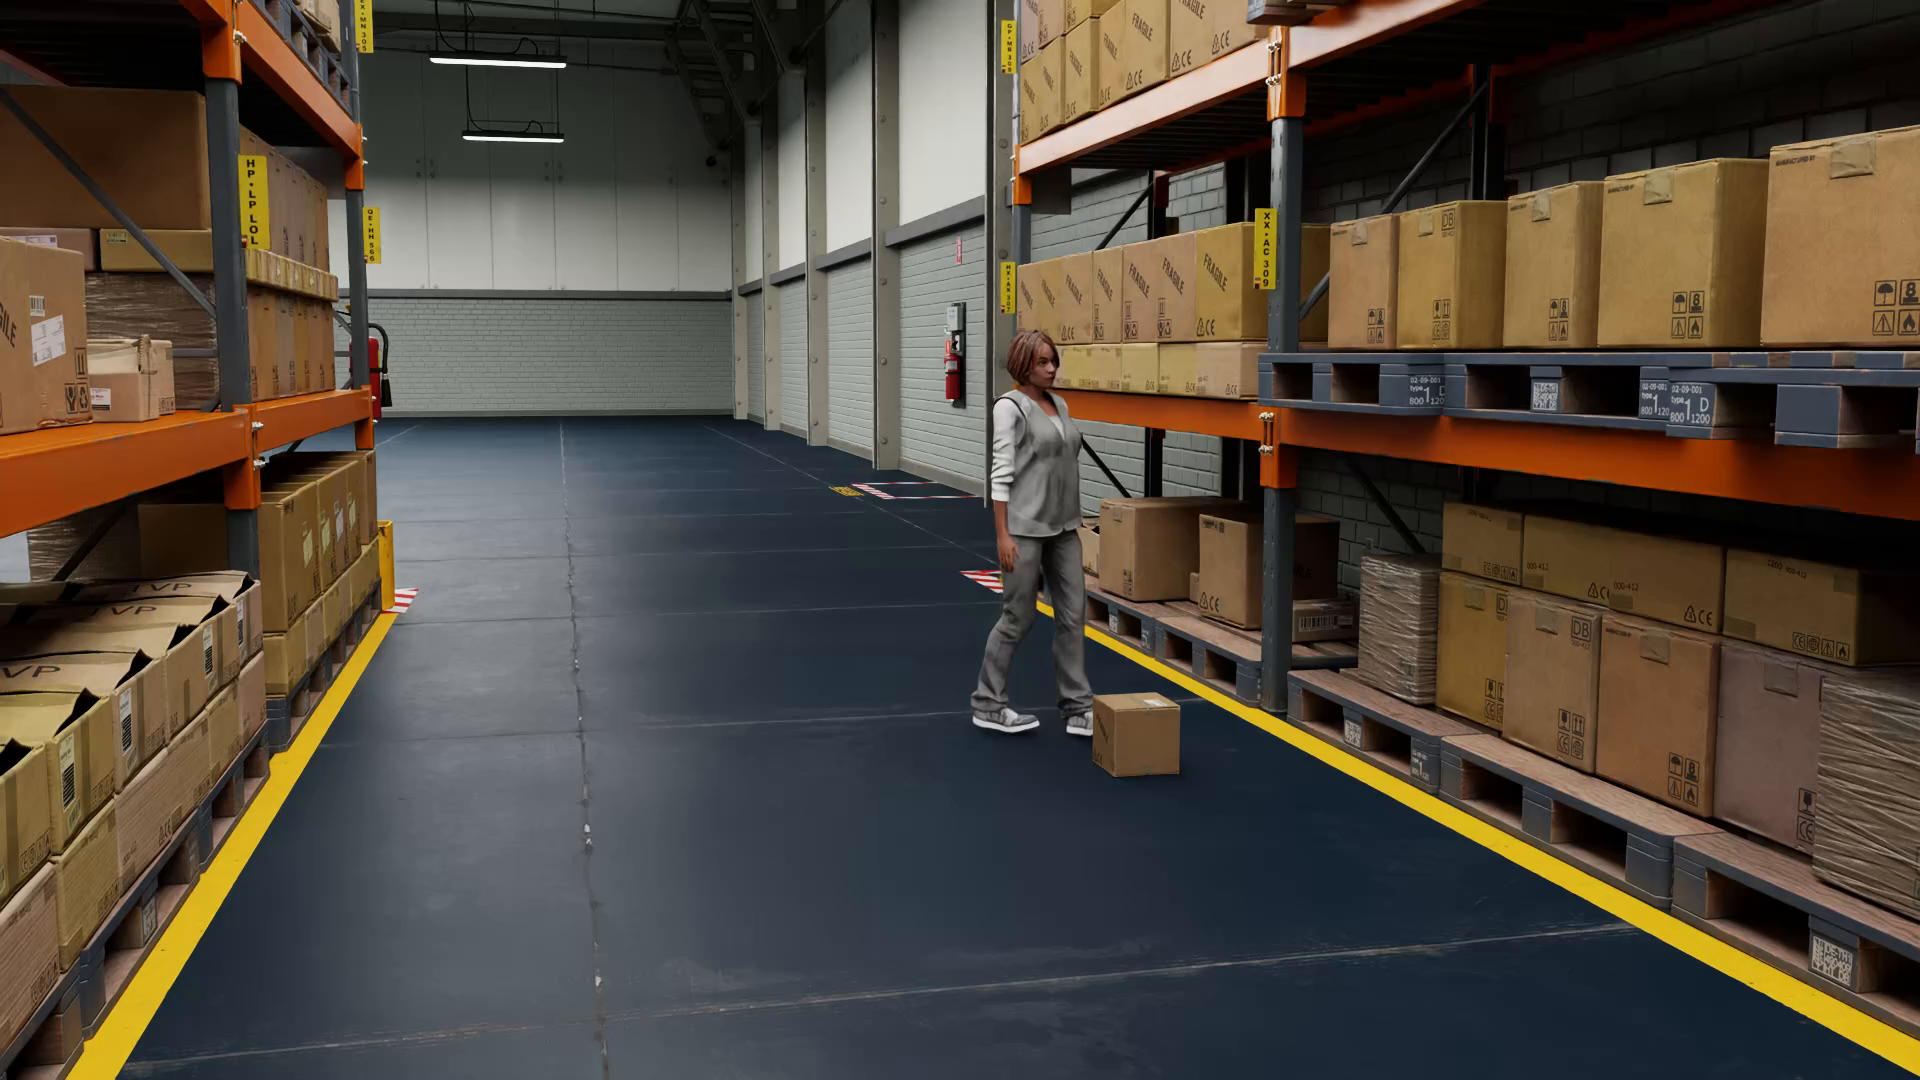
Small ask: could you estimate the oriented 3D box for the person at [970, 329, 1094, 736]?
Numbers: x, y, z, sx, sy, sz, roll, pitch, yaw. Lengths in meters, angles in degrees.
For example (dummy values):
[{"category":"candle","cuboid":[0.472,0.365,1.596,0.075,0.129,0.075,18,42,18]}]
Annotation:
[{"category":"person","cuboid":[0.339,-0.018,6.469,0.599,1.591,0.426,6,9,44]}]
